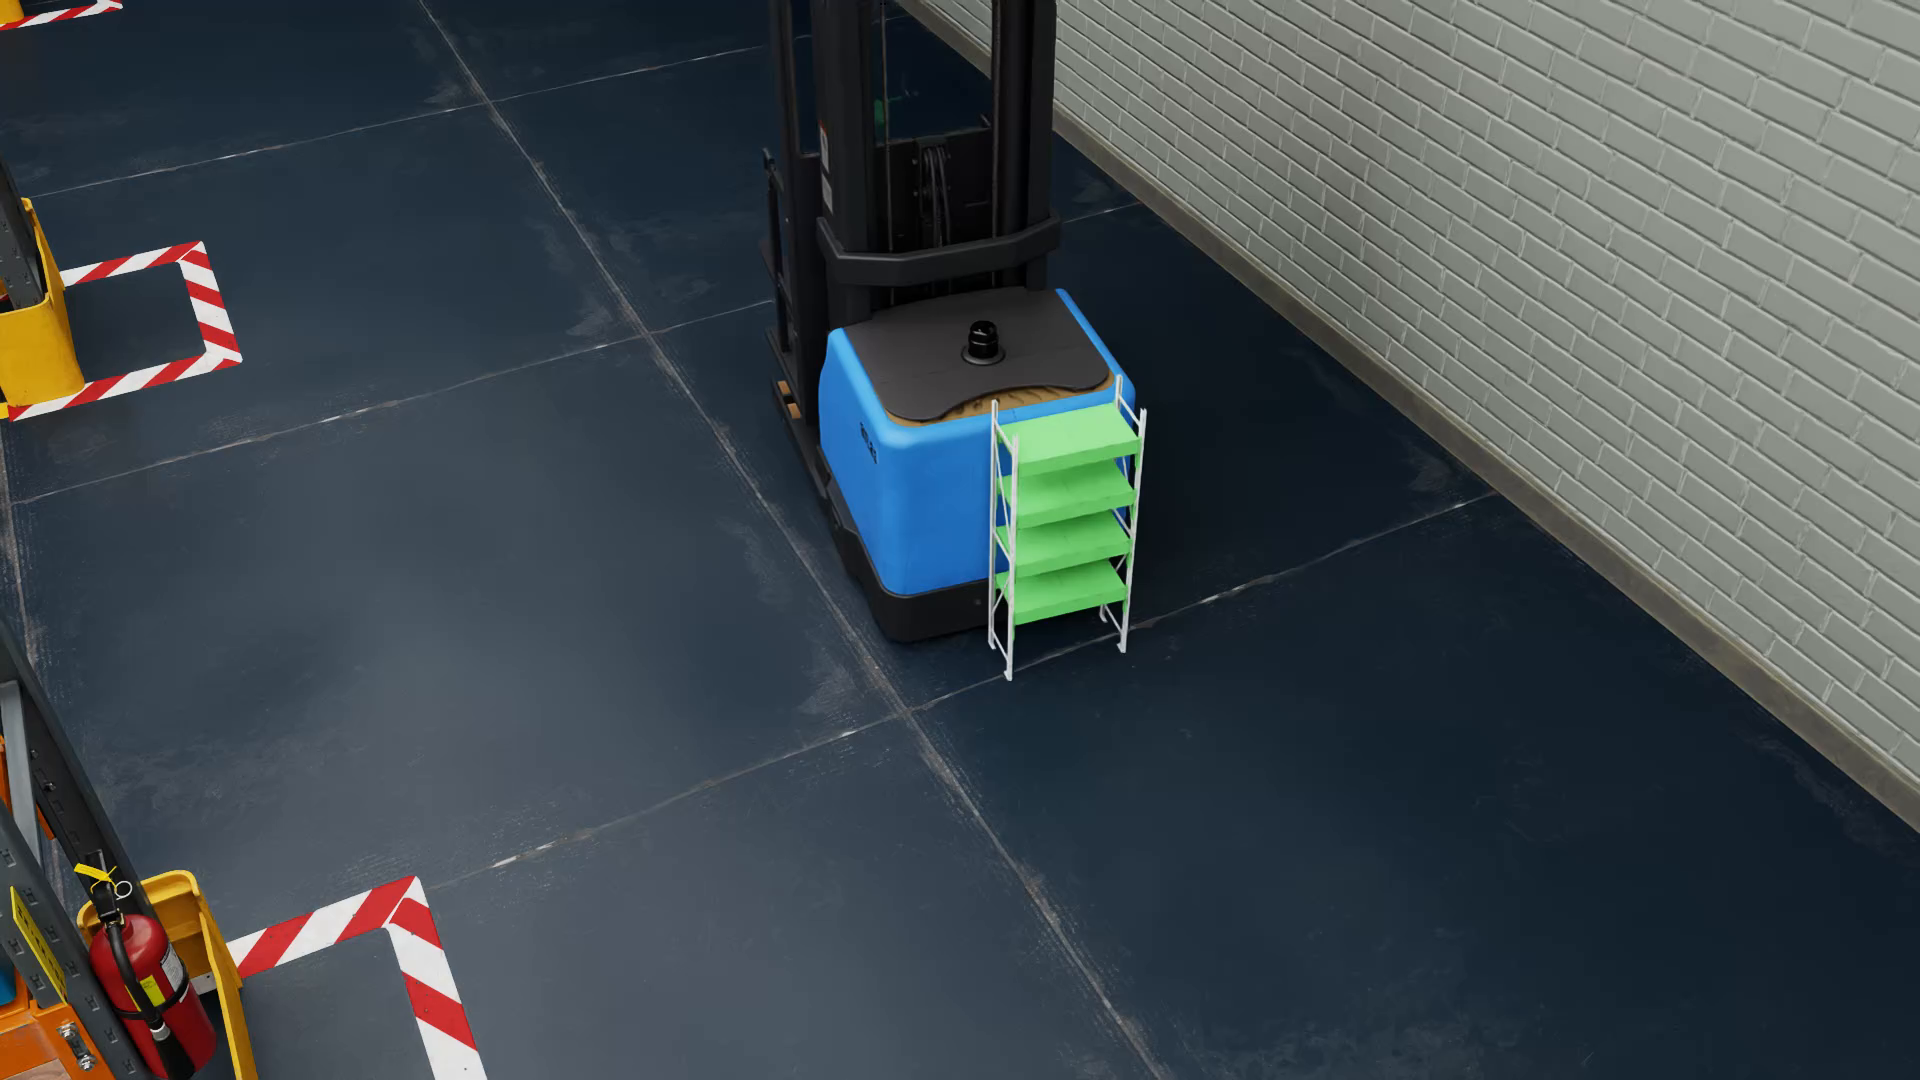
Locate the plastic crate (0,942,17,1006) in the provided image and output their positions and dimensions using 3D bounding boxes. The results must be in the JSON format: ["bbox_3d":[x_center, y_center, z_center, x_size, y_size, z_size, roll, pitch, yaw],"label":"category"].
[{"bbox_3d":[-2.540,0.834,3.869,0.499,0.435,0.616,-19,44,-21],"label":"plastic crate"}]

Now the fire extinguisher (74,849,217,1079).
[{"bbox_3d":[-1.986,1.051,4.035,0.183,0.674,0.296,-19,44,-21],"label":"fire extinguisher"}]

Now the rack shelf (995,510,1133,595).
[{"bbox_3d":[0.391,0.025,6.390,0.480,0.148,0.258,-13,42,-14],"label":"rack shelf"}]

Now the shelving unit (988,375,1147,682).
[{"bbox_3d":[0.391,-0.023,6.349,0.503,1.200,0.258,-13,42,-14],"label":"shelving unit"}]

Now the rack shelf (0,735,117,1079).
[{"bbox_3d":[-4.103,1.535,3.671,4.000,0.370,1.077,-19,44,-21],"label":"rack shelf"}]

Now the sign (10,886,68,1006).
[{"bbox_3d":[-2.061,0.912,3.725,0.005,0.325,0.100,-19,44,-21],"label":"sign"}]

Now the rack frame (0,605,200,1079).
[{"bbox_3d":[-2.330,0.664,4.144,0.127,3.000,1.000,-19,44,-21],"label":"rack frame"}]

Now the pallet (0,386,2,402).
[{"bbox_3d":[-5.388,-0.850,8.091,1.213,0.211,1.003,-19,44,-21],"label":"pallet"}]

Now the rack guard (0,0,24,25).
[{"bbox_3d":[-6.885,-4.066,11.667,0.348,0.500,1.175,-19,44,-21],"label":"rack guard"}]

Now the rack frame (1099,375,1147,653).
[{"bbox_3d":[0.621,-0.075,6.409,0.015,1.200,0.240,-13,42,-14],"label":"rack frame"}]

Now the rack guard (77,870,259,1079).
[{"bbox_3d":[-2.314,1.603,4.969,0.348,0.500,1.175,-19,44,-21],"label":"rack guard"}]

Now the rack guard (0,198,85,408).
[{"bbox_3d":[-4.682,-1.199,8.279,0.348,0.500,1.175,-19,44,-21],"label":"rack guard"}]

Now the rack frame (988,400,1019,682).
[{"bbox_3d":[0.160,0.028,6.288,0.015,1.200,0.240,-13,42,-14],"label":"rack frame"}]

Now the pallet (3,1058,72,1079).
[{"bbox_3d":[-3.079,1.952,4.781,1.213,0.211,1.003,-19,44,-21],"label":"pallet"}]

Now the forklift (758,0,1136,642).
[{"bbox_3d":[-0.264,-1.673,6.958,1.130,2.935,3.031,-12,42,-14],"label":"forklift"}]

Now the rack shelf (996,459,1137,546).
[{"bbox_3d":[0.391,-0.158,6.235,0.480,0.148,0.258,-13,42,-14],"label":"rack shelf"}]

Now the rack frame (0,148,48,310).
[{"bbox_3d":[-4.614,-2.176,7.499,0.127,3.000,1.000,-19,44,-21],"label":"rack frame"}]

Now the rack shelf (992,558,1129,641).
[{"bbox_3d":[0.391,0.209,6.545,0.480,0.148,0.258,-13,42,-14],"label":"rack shelf"}]

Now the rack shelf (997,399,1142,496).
[{"bbox_3d":[0.391,-0.341,6.080,0.480,0.148,0.258,-13,42,-14],"label":"rack shelf"}]
